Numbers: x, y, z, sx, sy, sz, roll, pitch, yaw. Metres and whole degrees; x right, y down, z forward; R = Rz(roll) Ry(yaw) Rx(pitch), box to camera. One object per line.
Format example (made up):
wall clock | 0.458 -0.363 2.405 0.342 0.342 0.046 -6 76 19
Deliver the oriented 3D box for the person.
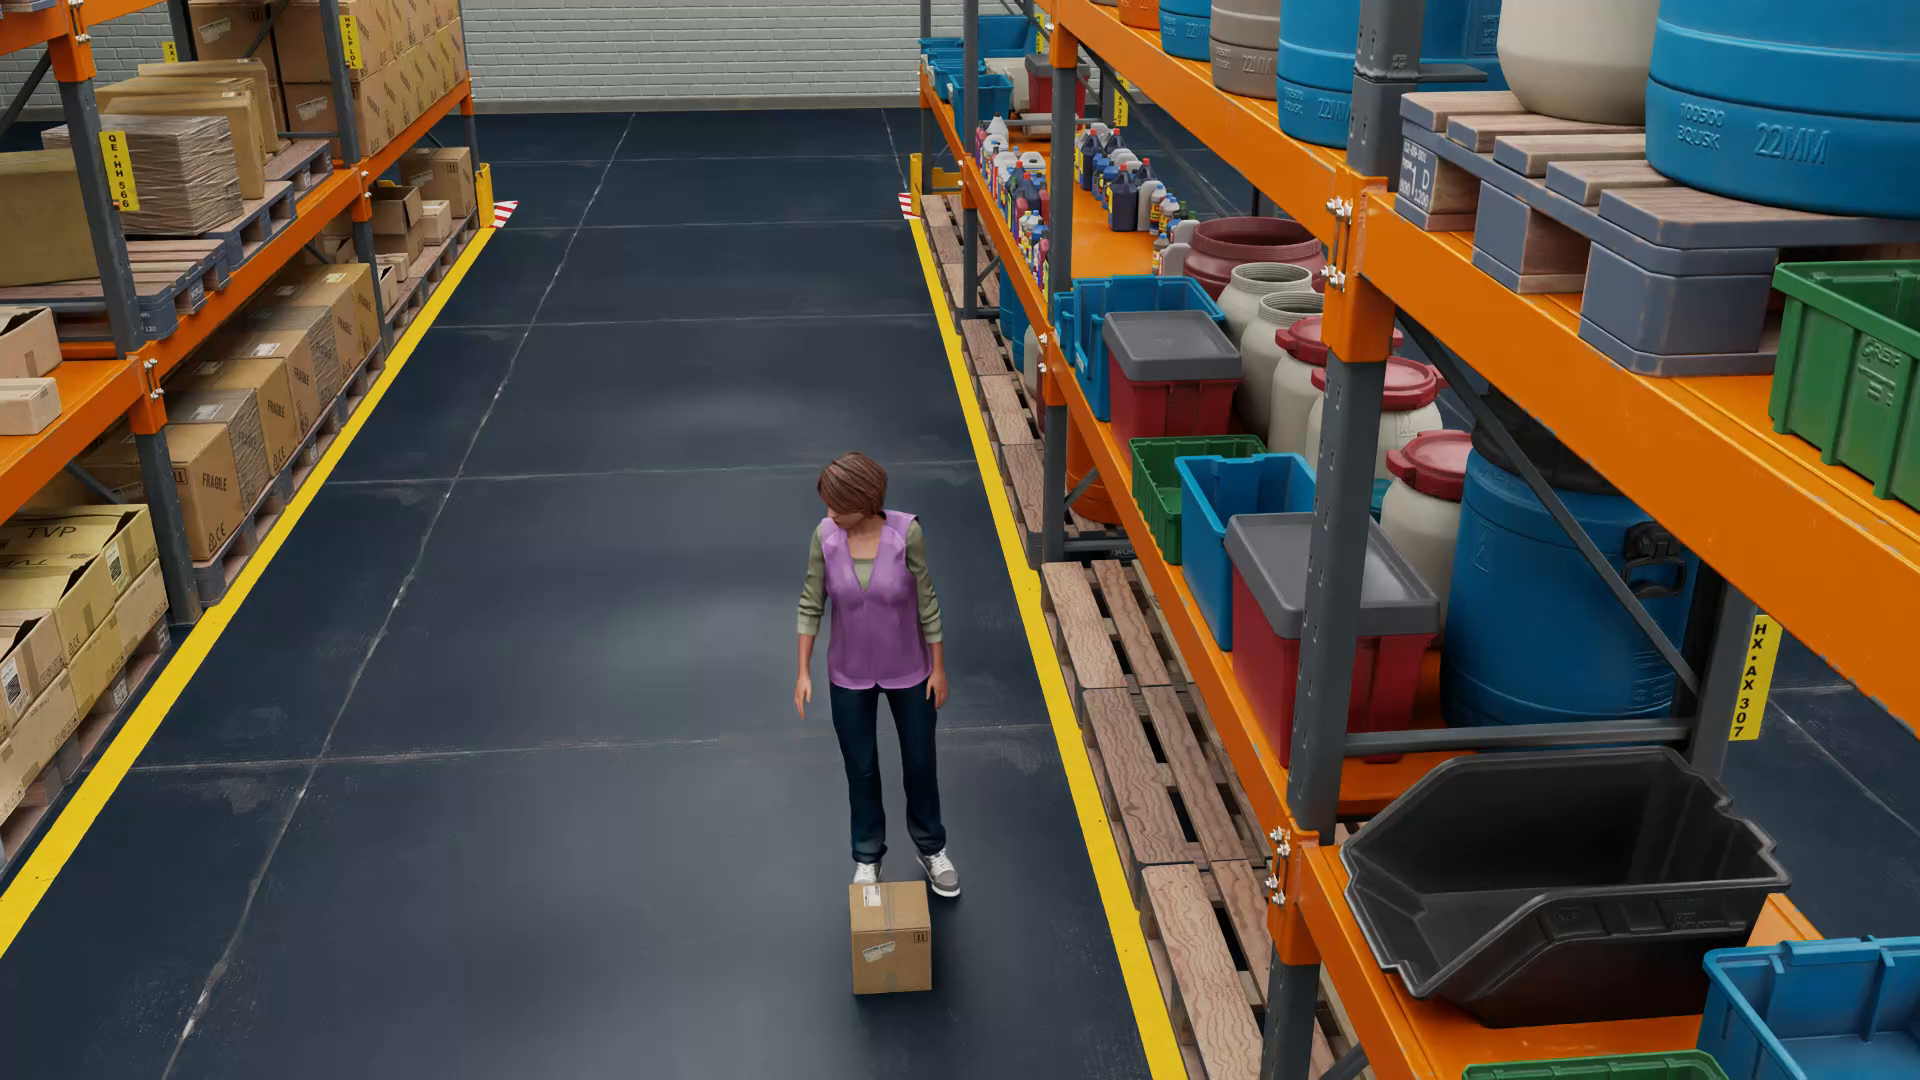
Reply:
person | -0.274 0.472 5.519 0.547 1.614 0.348 0 24 0
